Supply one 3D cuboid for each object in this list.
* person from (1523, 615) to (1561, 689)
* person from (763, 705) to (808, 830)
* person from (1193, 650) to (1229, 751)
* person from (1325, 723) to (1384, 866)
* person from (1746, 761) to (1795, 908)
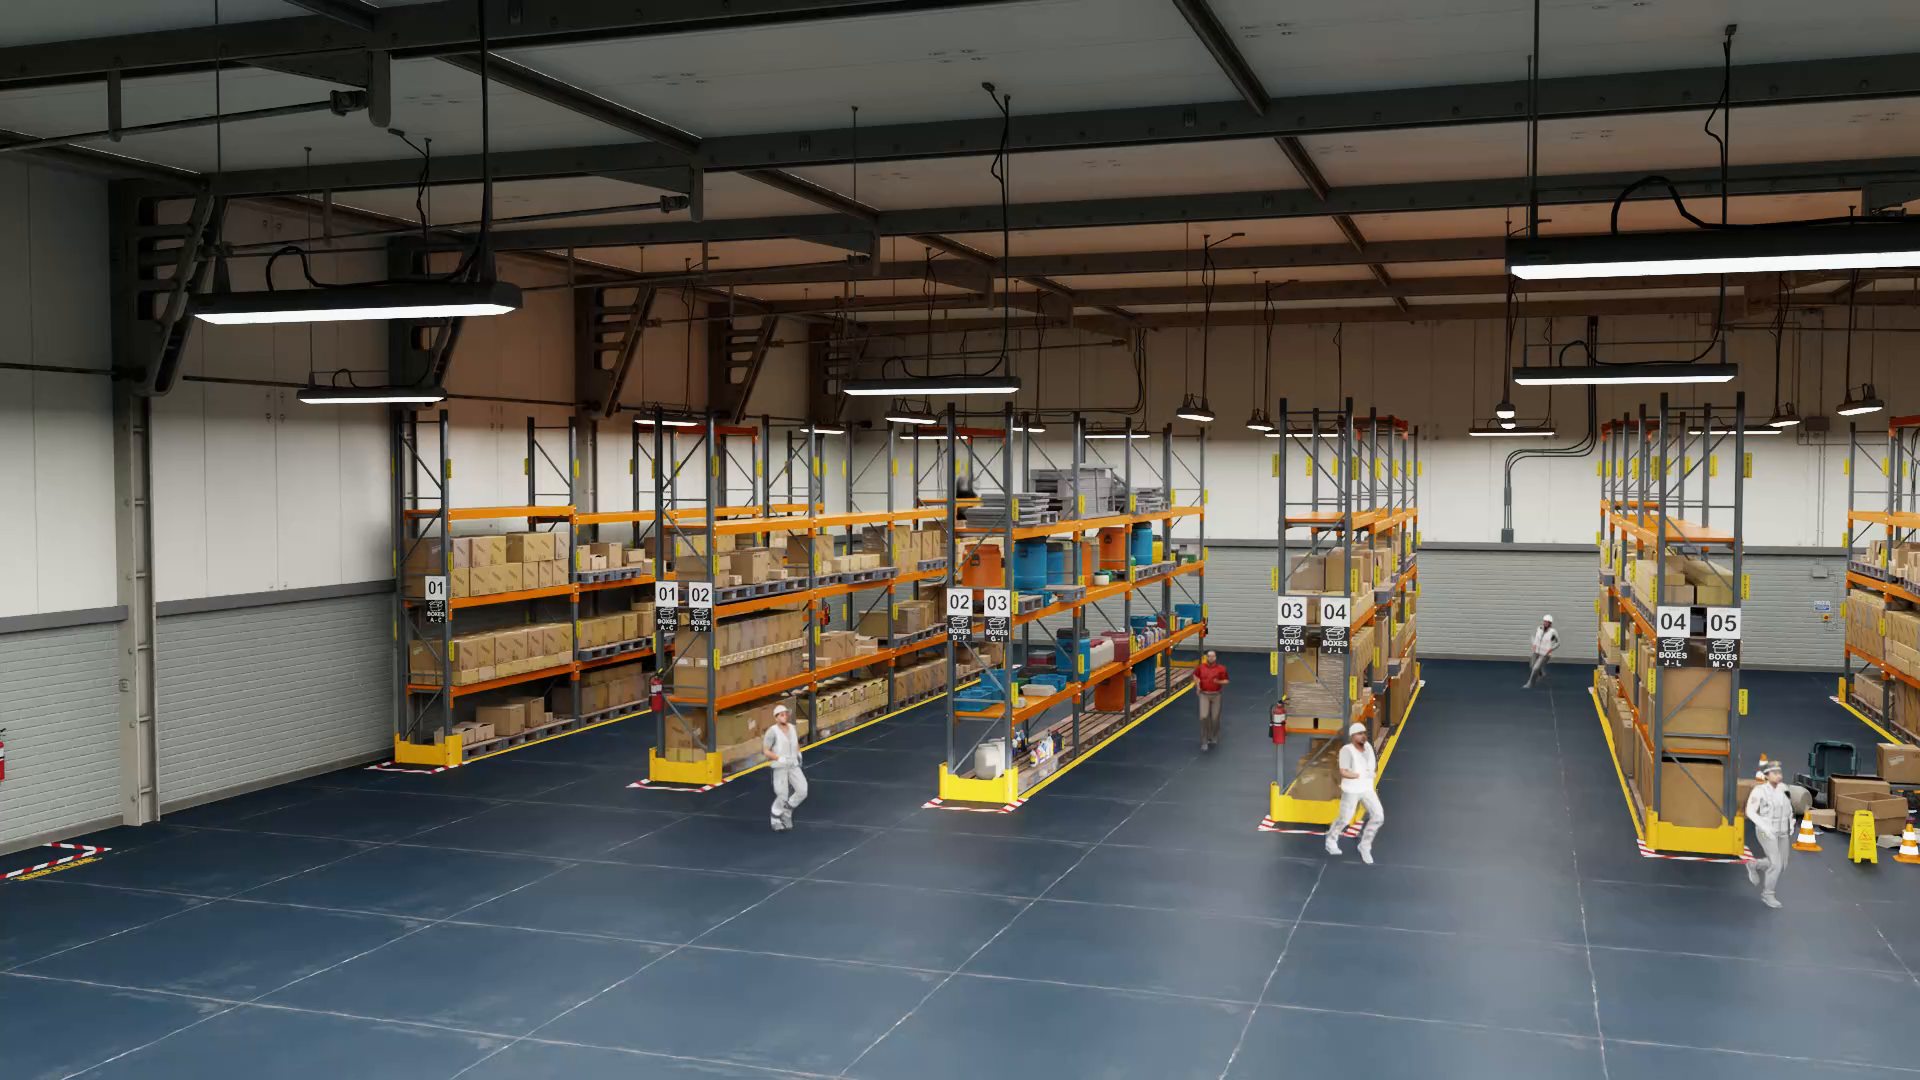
[{"bbox_3d":[13.296,2.539,37.807,0.800,1.691,0.716,-2,3,-43],"label":"person"},{"bbox_3d":[-2.385,3.137,22.881,0.673,1.738,0.617,-2,3,-41],"label":"person"},{"bbox_3d":[4.483,2.875,29.738,0.639,1.798,0.731,0,2,9],"label":"person"},{"bbox_3d":[5.053,3.204,21.109,0.696,1.800,0.894,-1,3,-27],"label":"person"},{"bbox_3d":[9.324,3.358,19.202,0.626,1.675,0.601,-1,3,-15],"label":"person"}]
